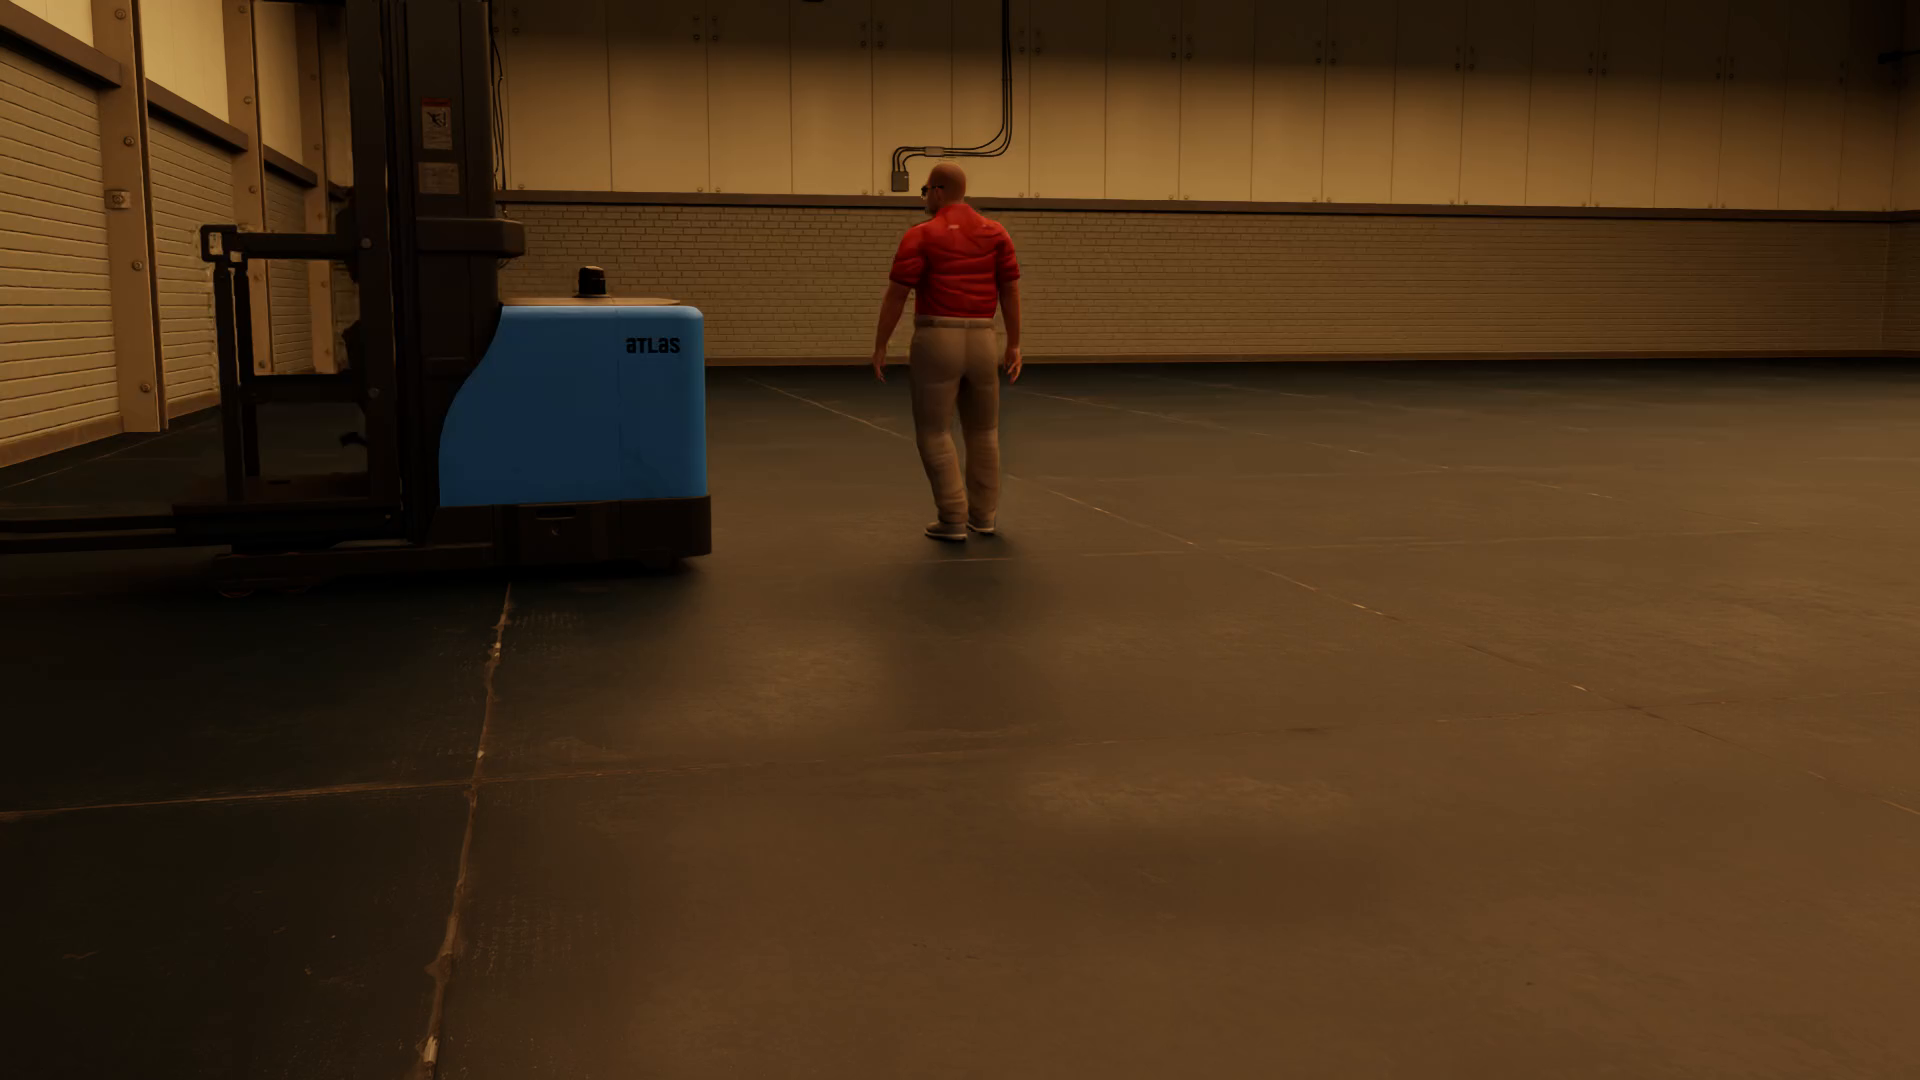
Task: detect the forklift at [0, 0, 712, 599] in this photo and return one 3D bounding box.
[{"bbox_3d":[-2.591,-1.317,6.540,3.031,2.935,1.130,-3,8,-19],"label":"forklift"}]

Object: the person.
[{"bbox_3d":[-0.075,-0.871,7.738,0.681,1.716,0.528,-4,9,-24],"label":"person"}]
